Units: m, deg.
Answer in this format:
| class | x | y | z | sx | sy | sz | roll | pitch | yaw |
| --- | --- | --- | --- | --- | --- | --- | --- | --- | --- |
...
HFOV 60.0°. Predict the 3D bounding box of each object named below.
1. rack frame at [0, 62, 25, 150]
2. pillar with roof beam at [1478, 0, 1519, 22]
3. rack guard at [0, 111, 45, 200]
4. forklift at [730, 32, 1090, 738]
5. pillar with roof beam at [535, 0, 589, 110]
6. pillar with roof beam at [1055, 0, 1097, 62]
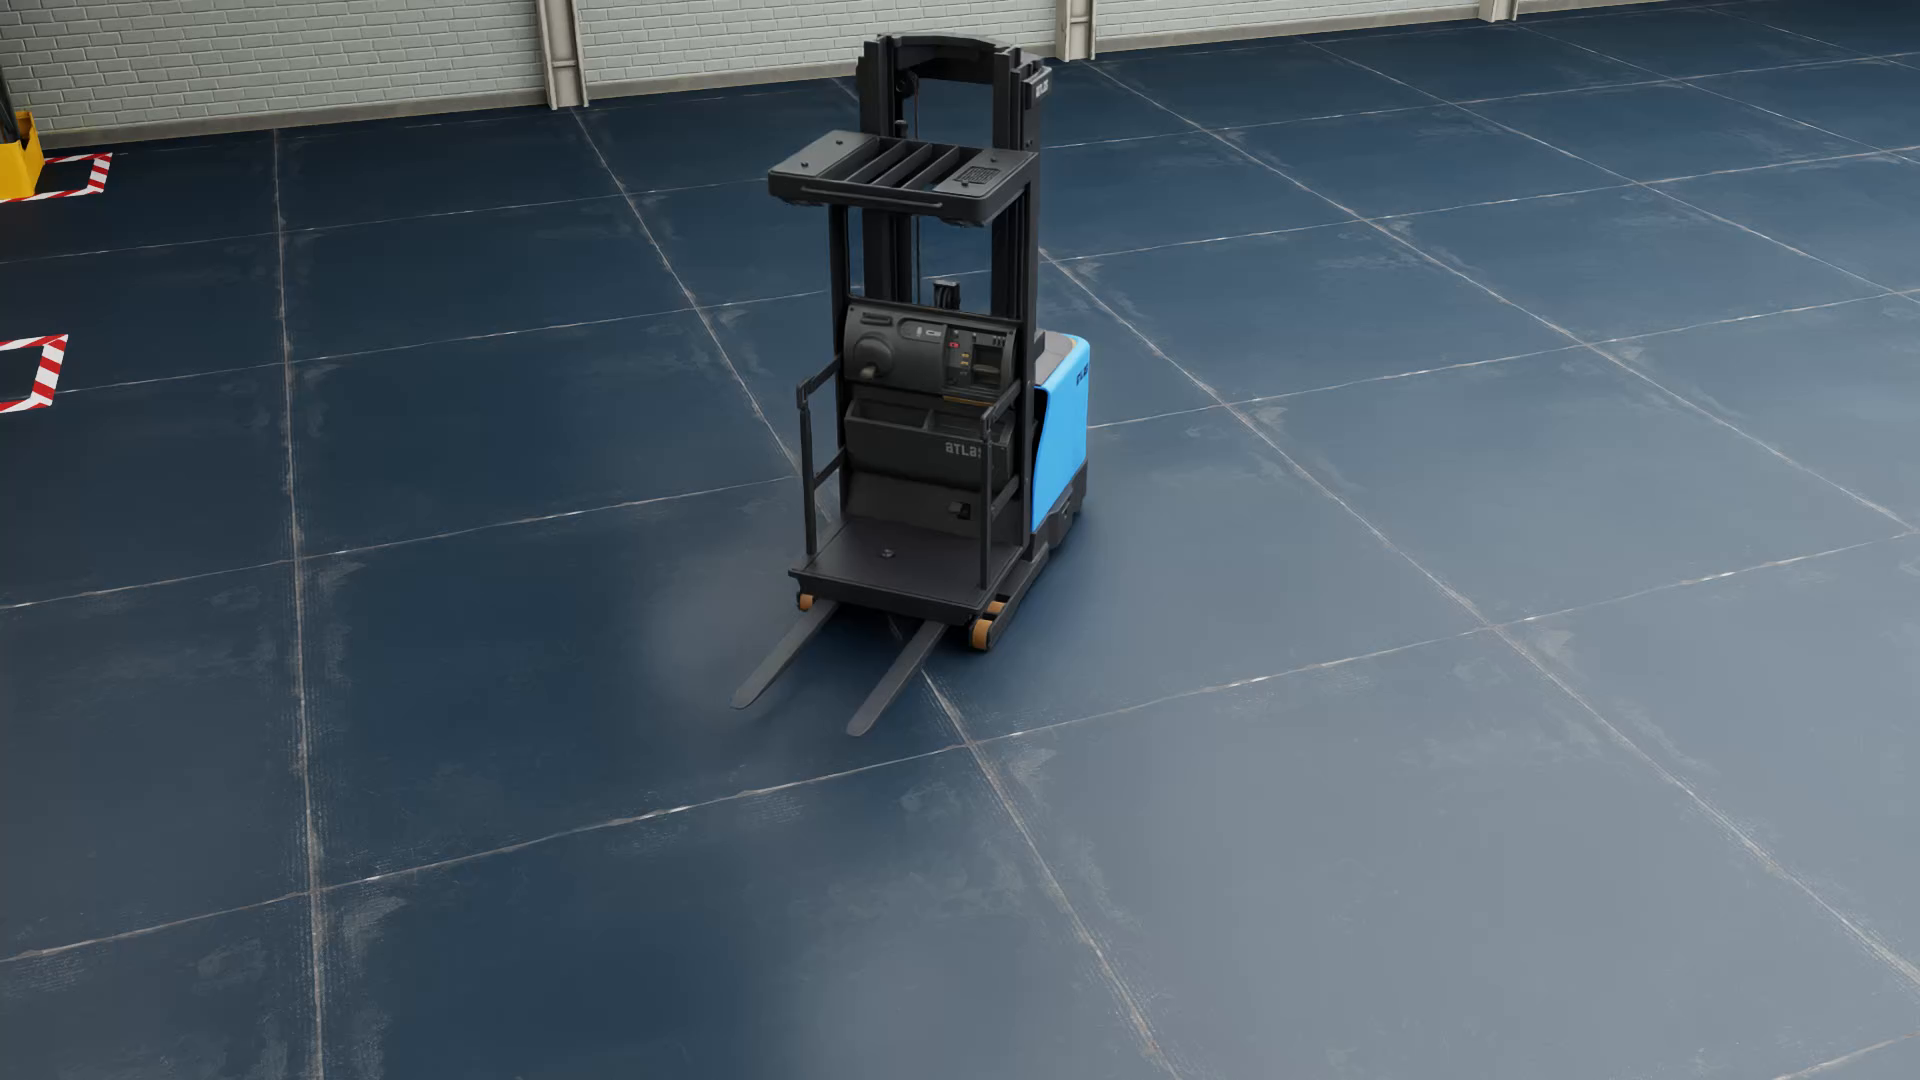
| class | x | y | z | sx | sy | sz | roll | pitch | yaw |
| --- | --- | --- | --- | --- | --- | --- | --- | --- | --- |
| rack frame | -8.909 | -4.697 | 14.964 | 0.127 | 3.000 | 1.000 | -10 | 31 | -18 |
| pillar with roof beam | 8.495 | -8.711 | 15.949 | 0.400 | 9.000 | 9.100 | -10 | 31 | -18 |
| rack guard | -8.887 | -3.615 | 15.590 | 0.348 | 0.500 | 1.175 | -10 | 31 | -18 |
| forklift | -0.237 | -0.927 | 8.415 | 1.130 | 2.935 | 3.031 | 11 | 31 | 18 |
| pillar with roof beam | -2.752 | -6.640 | 12.314 | 0.400 | 9.000 | 9.100 | -10 | 31 | -18 |
| pillar with roof beam | 2.872 | -7.675 | 14.131 | 0.400 | 9.000 | 9.100 | -10 | 31 | -18 |
